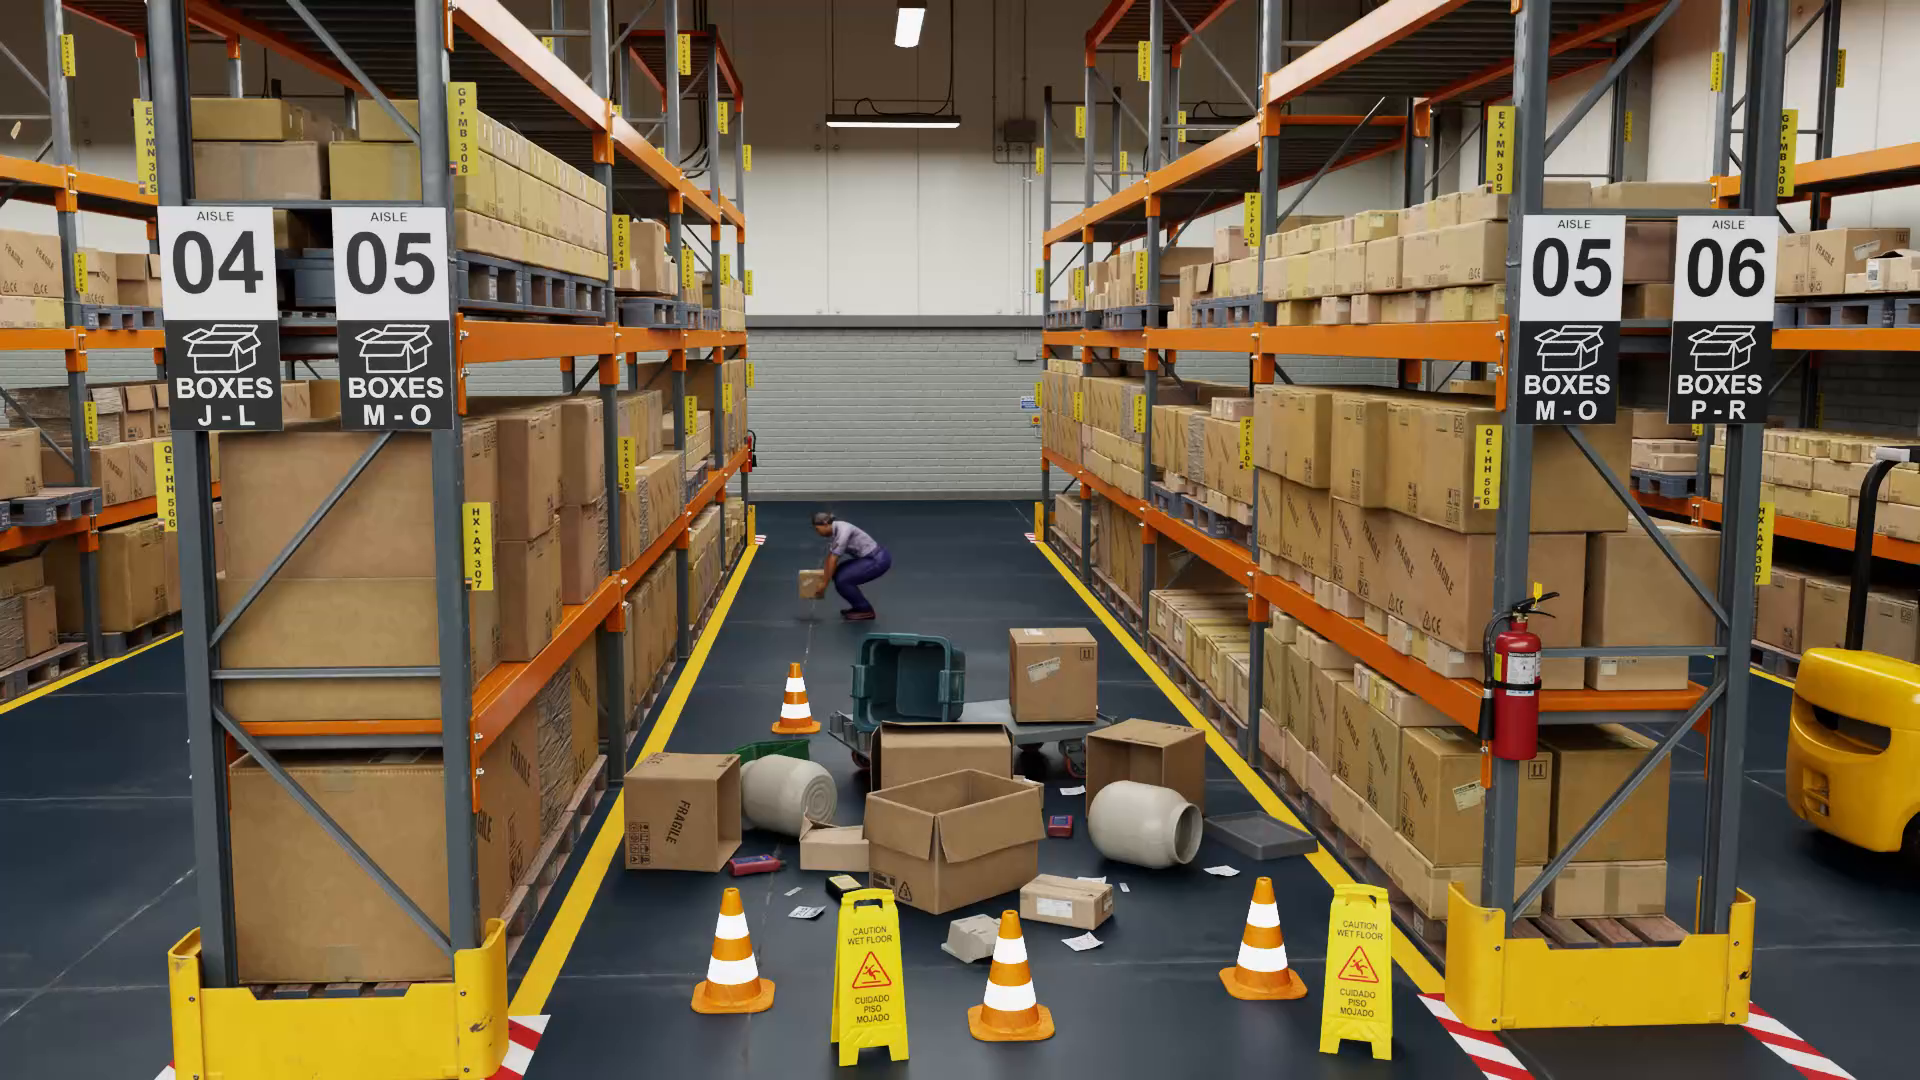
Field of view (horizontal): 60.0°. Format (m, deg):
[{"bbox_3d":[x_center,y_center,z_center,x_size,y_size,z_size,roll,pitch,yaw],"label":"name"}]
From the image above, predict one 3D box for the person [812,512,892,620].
[{"bbox_3d":[-1.059,0.241,16.318,0.782,1.053,0.526,0,7,-4],"label":"person"}]
